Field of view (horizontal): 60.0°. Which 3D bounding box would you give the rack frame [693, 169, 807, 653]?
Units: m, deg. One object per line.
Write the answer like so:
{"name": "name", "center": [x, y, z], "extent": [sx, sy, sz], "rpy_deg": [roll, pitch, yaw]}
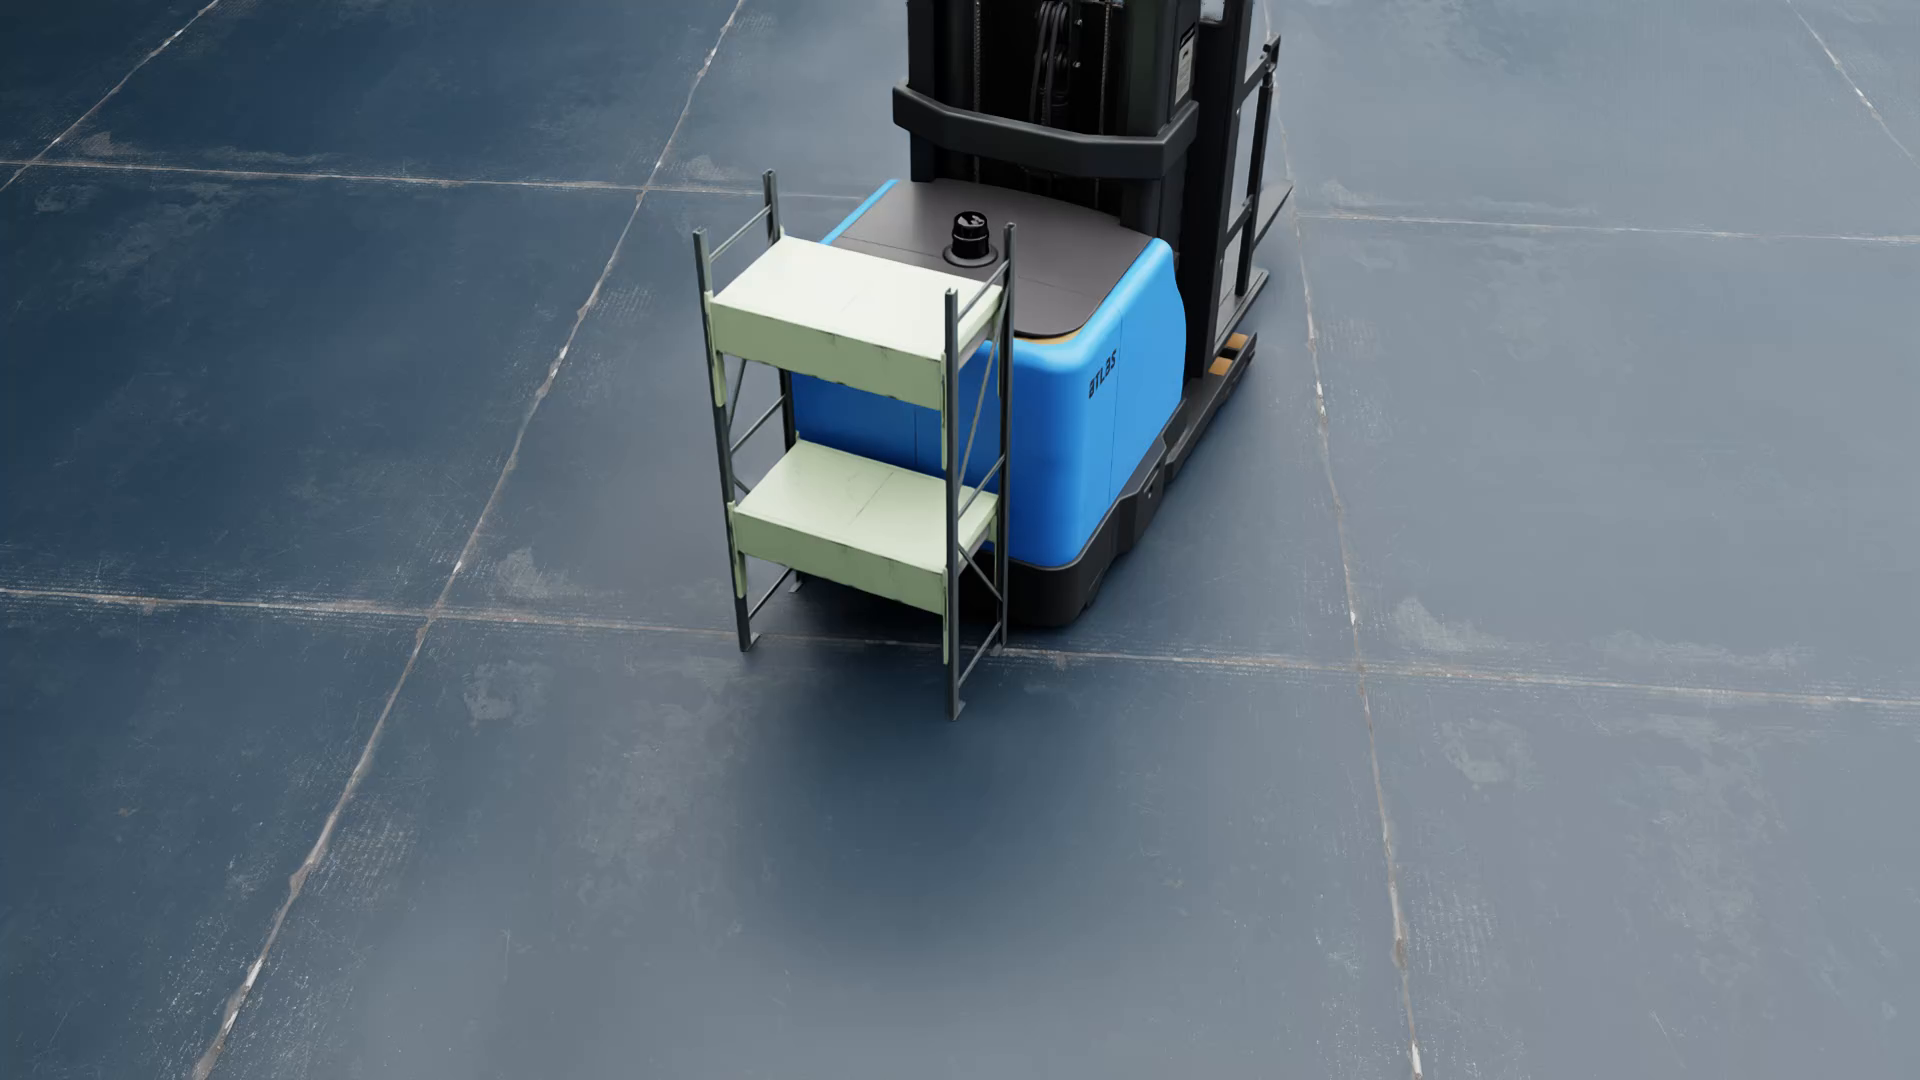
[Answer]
{"name": "rack frame", "center": [-0.608, -0.338, 4.977], "extent": [0.023, 1.500, 0.400], "rpy_deg": [16, 42, 19]}

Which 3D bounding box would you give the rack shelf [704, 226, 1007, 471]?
{"name": "rack shelf", "center": [-0.277, -0.543, 4.611], "extent": [0.720, 0.370, 0.431], "rpy_deg": [16, 42, 19]}

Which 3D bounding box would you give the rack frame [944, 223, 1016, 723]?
{"name": "rack frame", "center": [0.055, -0.143, 4.737], "extent": [0.023, 1.500, 0.400], "rpy_deg": [16, 42, 19]}

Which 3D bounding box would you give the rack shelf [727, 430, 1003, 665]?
{"name": "rack shelf", "center": [-0.277, 0.013, 5.063], "extent": [0.720, 0.370, 0.431], "rpy_deg": [16, 42, 19]}

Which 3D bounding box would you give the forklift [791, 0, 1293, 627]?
{"name": "forklift", "center": [0.513, -1.784, 5.621], "extent": [1.130, 2.935, 3.031], "rpy_deg": [17, 42, 20]}

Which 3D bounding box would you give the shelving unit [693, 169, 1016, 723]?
{"name": "shelving unit", "center": [-0.277, -0.240, 4.857], "extent": [0.755, 1.500, 0.431], "rpy_deg": [16, 42, 19]}
